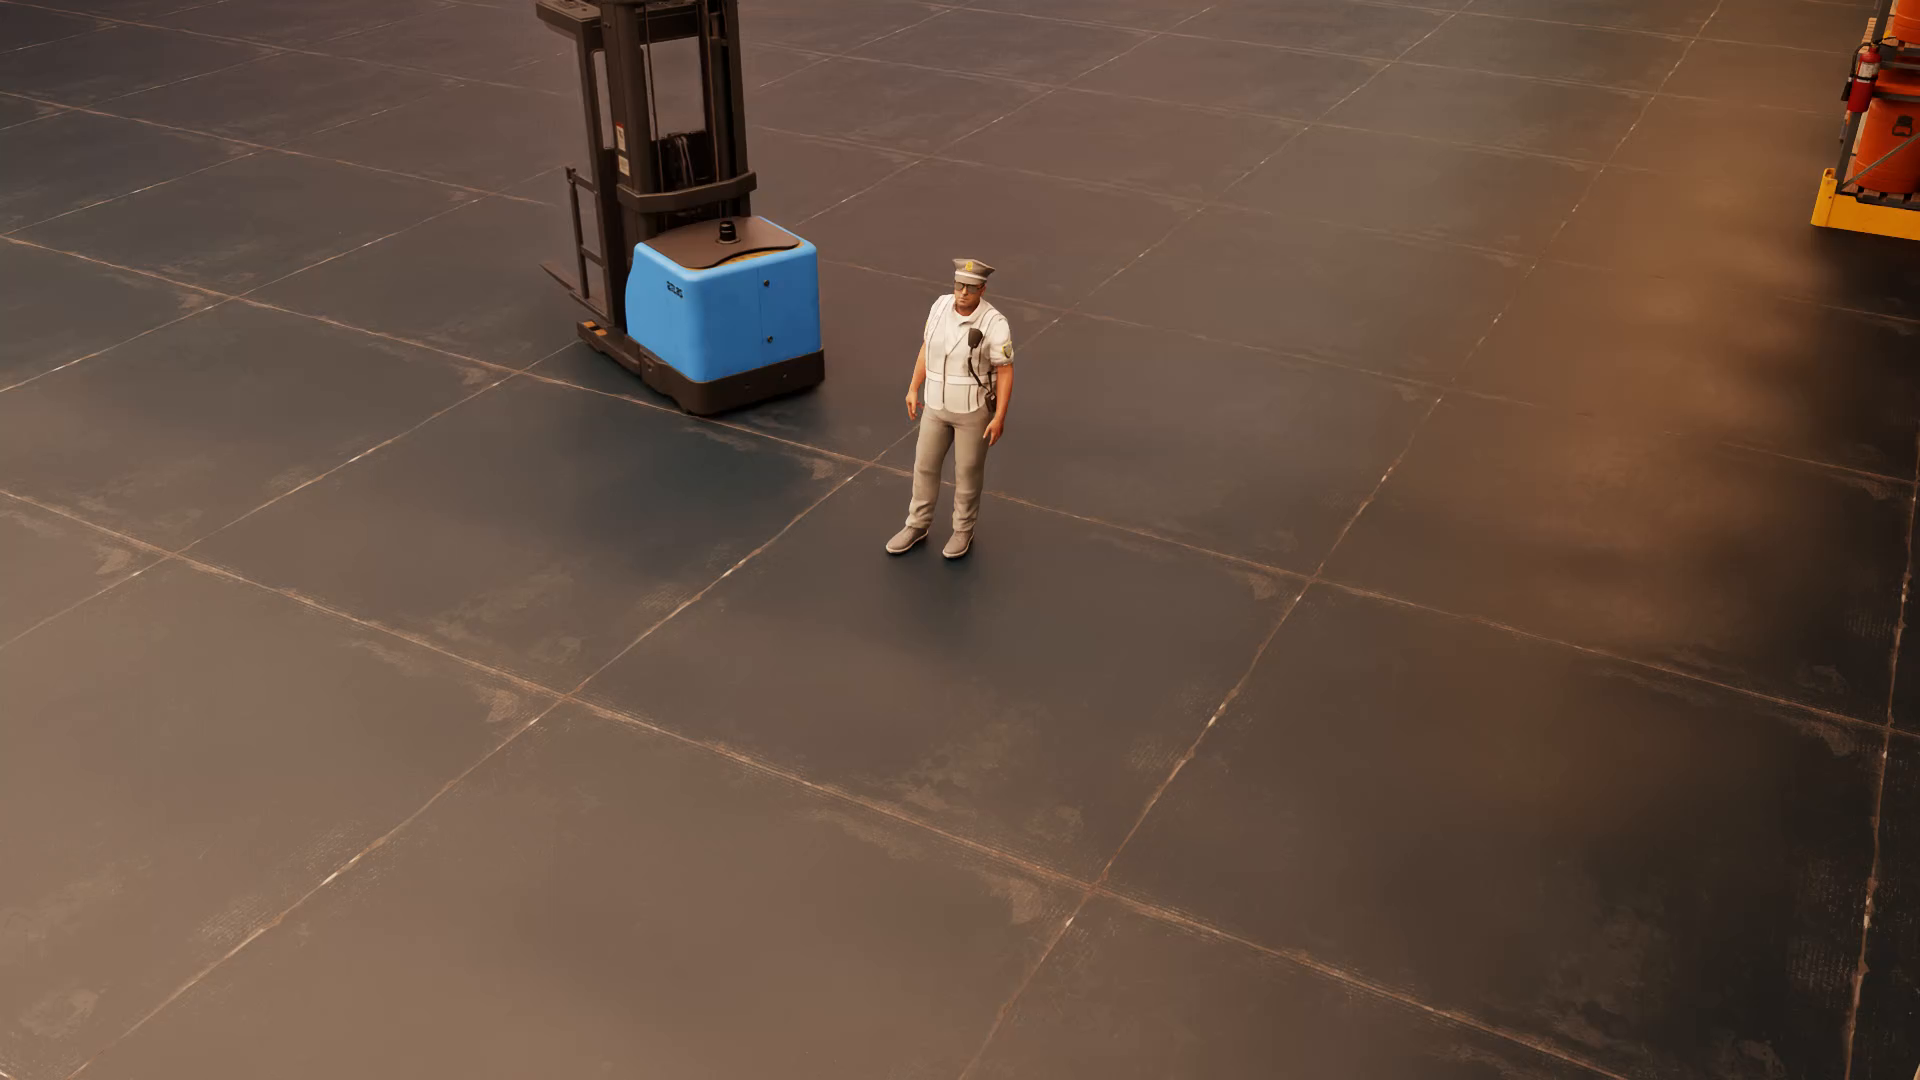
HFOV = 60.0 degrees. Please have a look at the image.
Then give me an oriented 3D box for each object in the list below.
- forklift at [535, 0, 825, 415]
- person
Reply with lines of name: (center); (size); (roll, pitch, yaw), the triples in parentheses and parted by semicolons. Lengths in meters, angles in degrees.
forklift: (-2.236, -2.805, 11.930); (1.130, 2.935, 3.031); (-20, 36, -31)
person: (-0.048, -0.747, 9.500); (0.640, 1.781, 0.575); (15, 33, 25)
